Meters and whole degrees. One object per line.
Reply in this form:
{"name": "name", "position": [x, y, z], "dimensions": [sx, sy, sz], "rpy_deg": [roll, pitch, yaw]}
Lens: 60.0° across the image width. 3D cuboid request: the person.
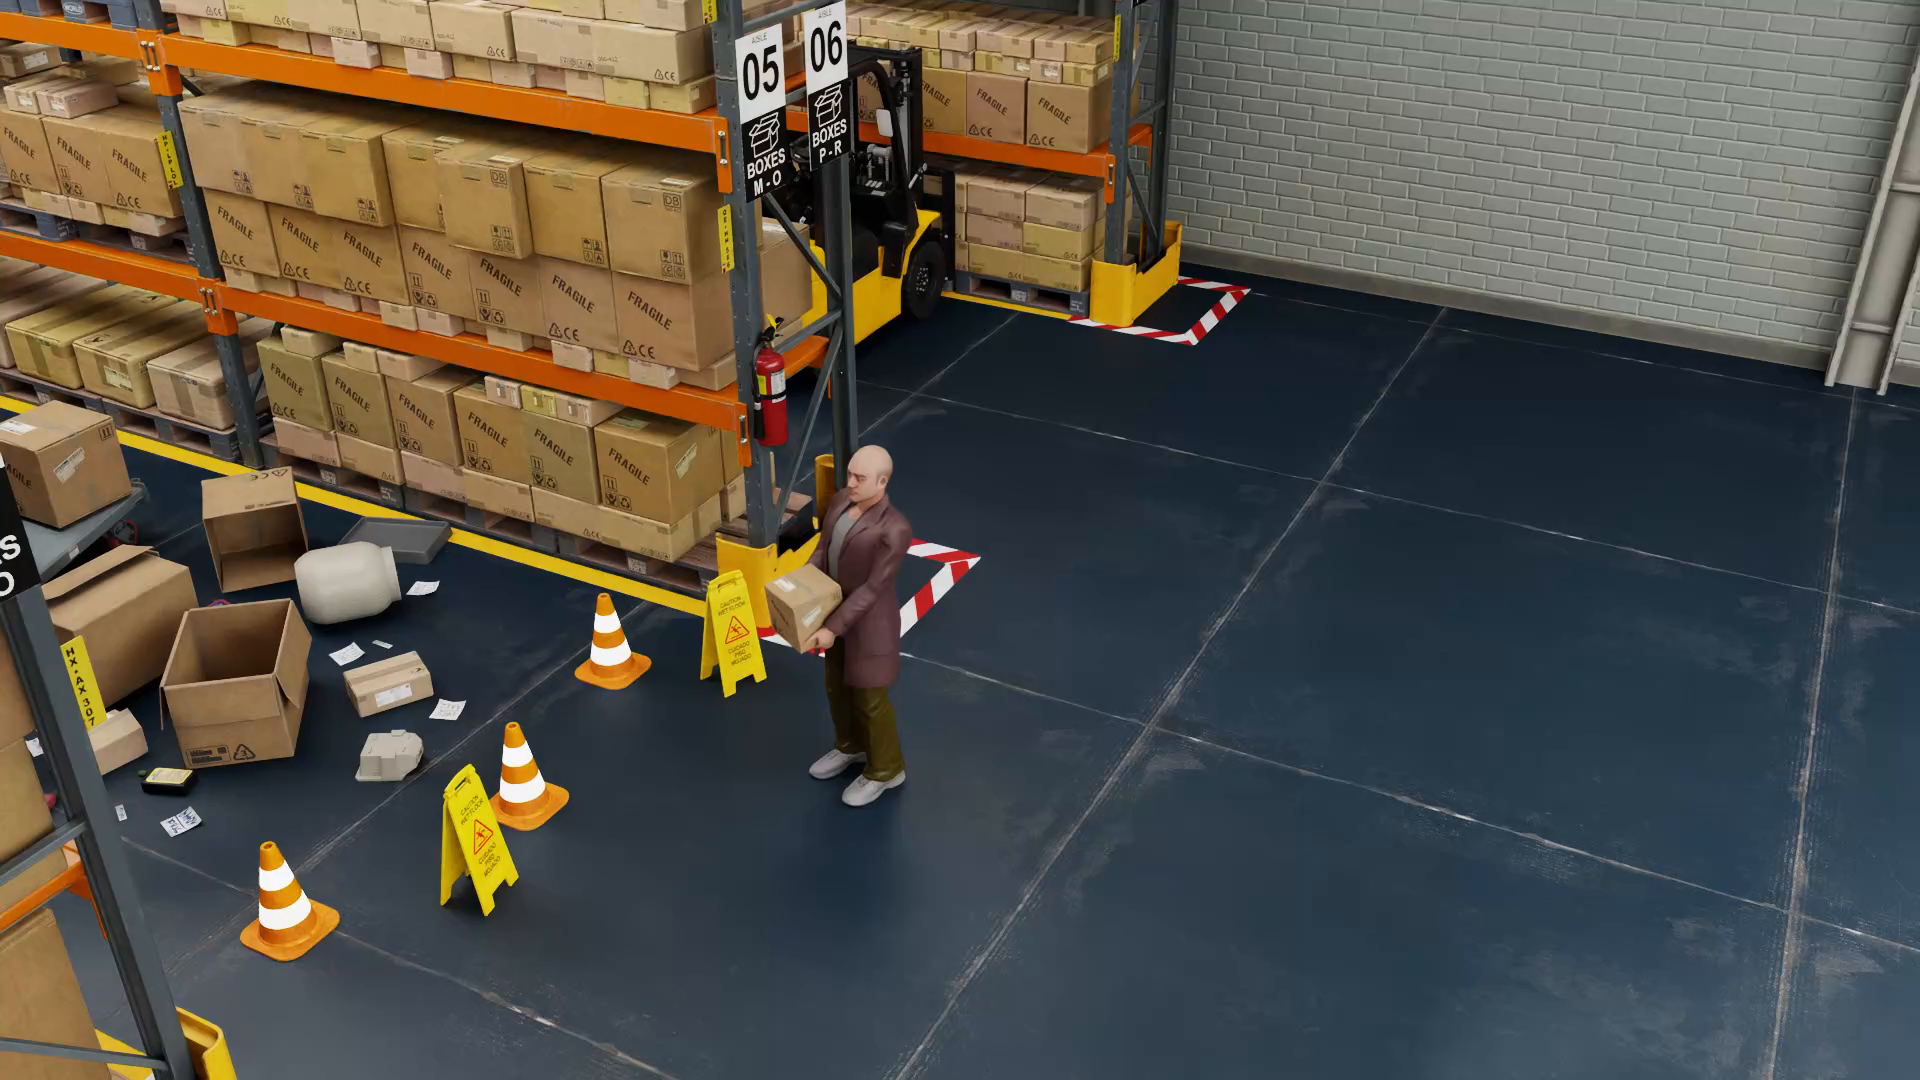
{"name": "person", "position": [-0.454, 0.392, 7.624], "dimensions": [0.424, 1.773, 0.653], "rpy_deg": [-23, 37, -35]}
